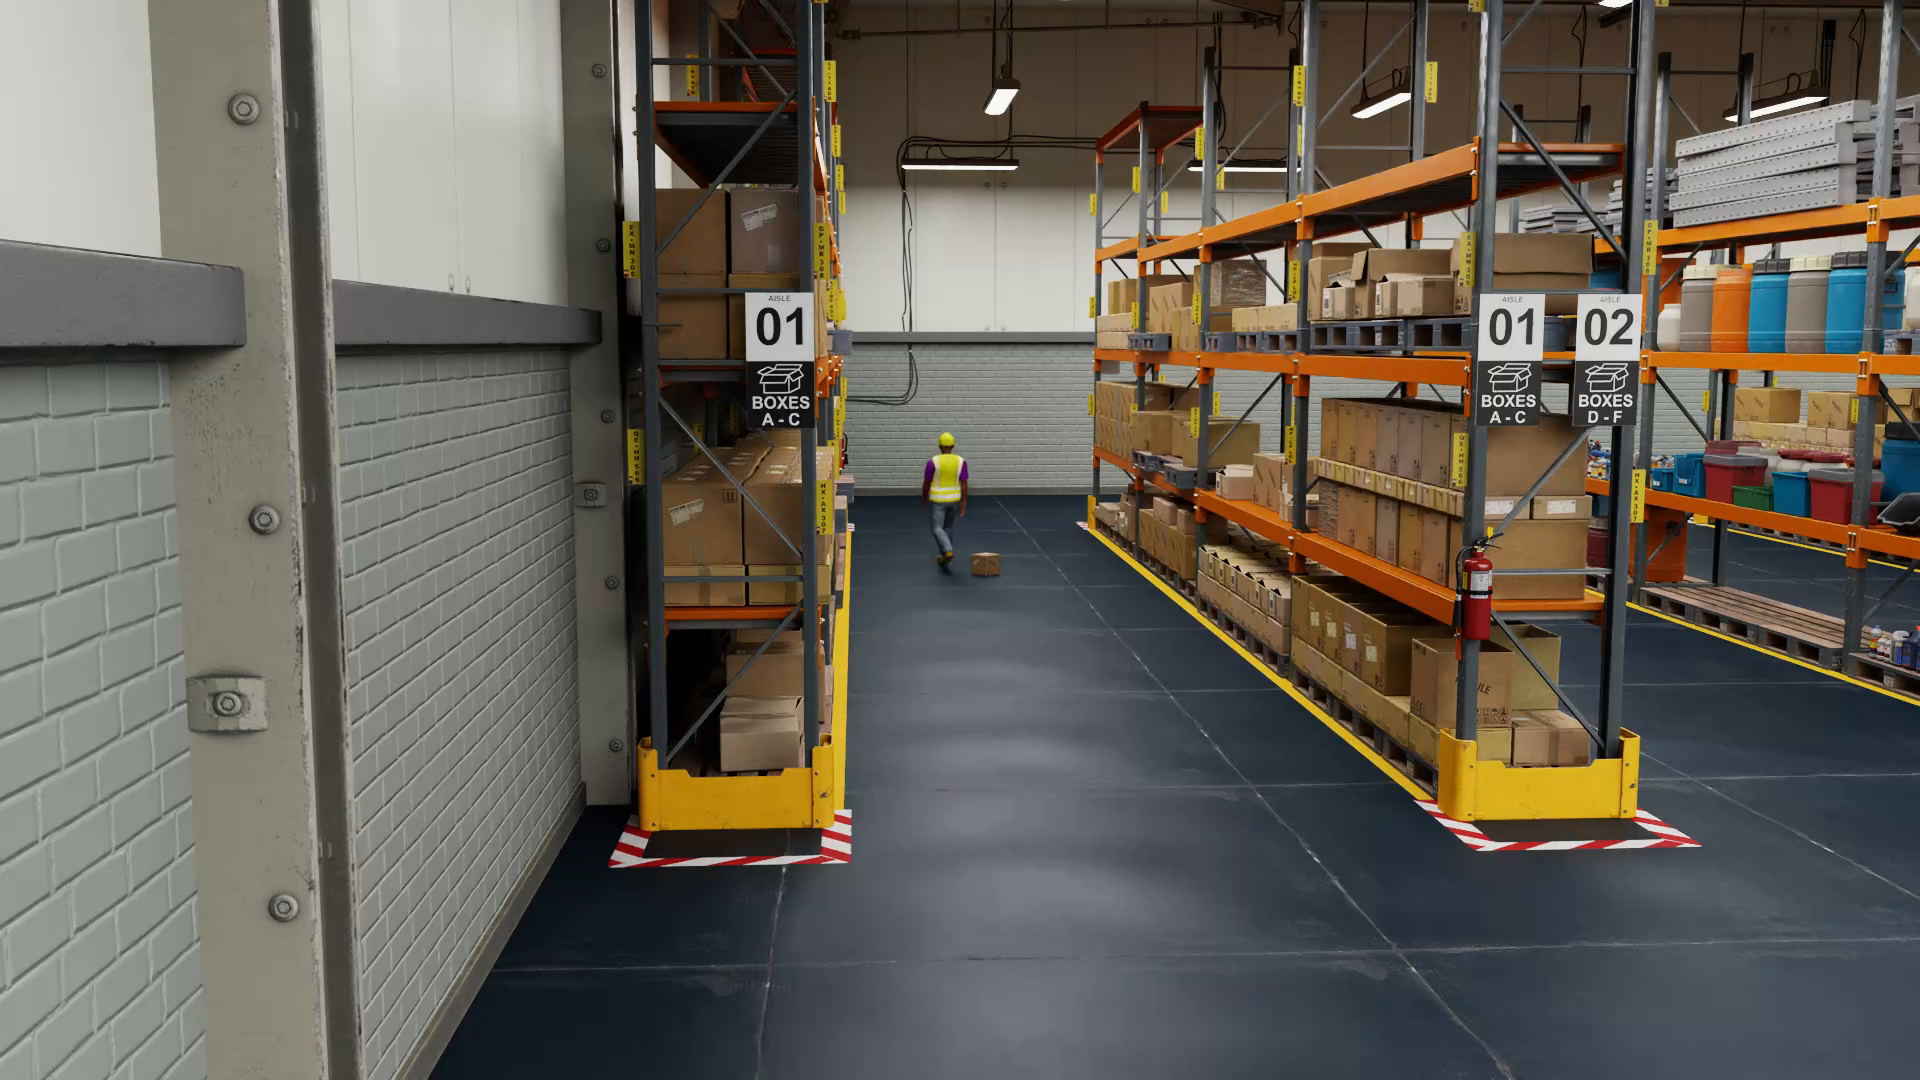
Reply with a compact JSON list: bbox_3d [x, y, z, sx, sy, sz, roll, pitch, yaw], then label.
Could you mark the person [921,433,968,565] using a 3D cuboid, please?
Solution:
[{"bbox_3d":[-0.200,-0.516,21.427,0.566,1.732,0.951,-2,7,-20],"label":"person"}]
